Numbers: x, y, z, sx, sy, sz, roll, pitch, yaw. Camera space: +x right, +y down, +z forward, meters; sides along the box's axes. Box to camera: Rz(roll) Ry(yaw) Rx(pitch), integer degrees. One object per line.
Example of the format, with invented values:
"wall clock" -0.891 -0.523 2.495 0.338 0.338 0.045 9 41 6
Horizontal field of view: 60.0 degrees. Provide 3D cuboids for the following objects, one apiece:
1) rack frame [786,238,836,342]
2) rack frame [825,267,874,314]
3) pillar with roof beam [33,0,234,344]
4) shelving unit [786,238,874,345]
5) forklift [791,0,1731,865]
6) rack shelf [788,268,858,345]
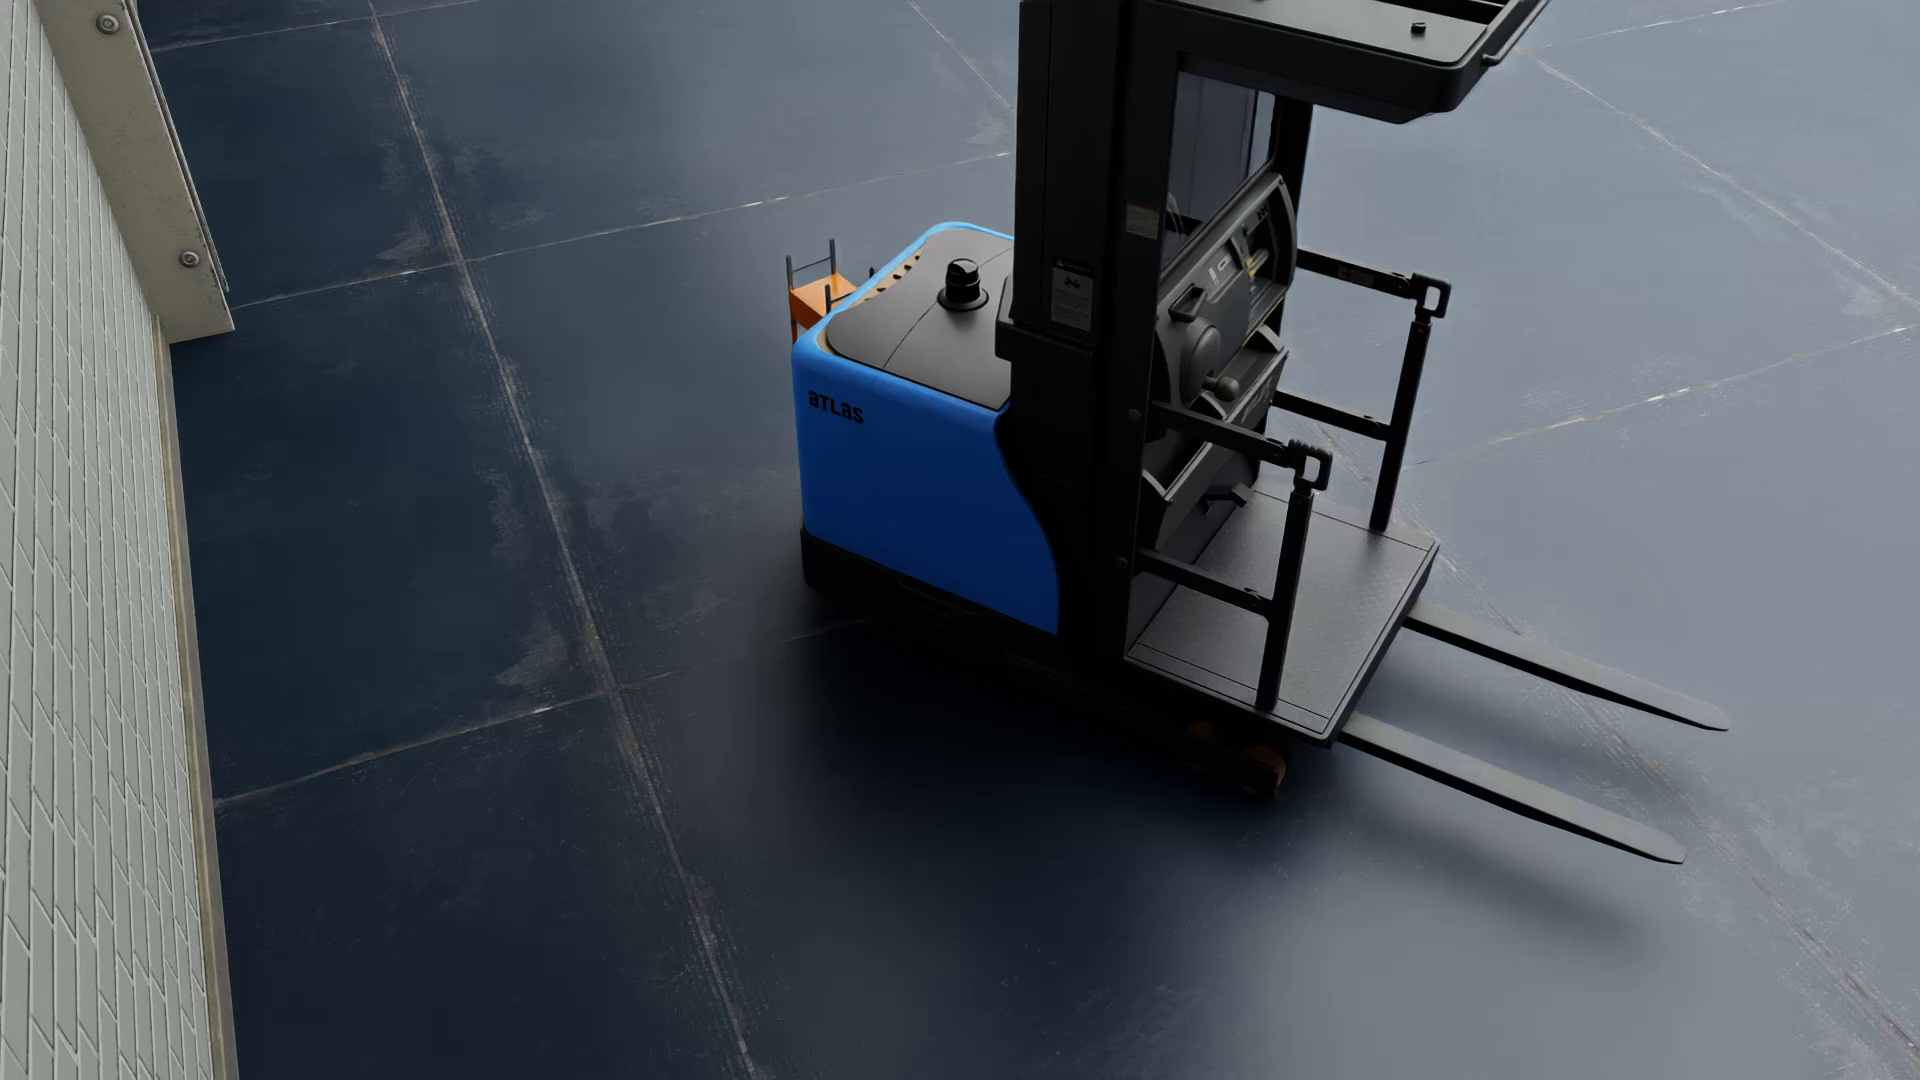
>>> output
"rack frame" -0.526 -0.631 6.178 0.200 1.050 0.008 -26 47 -27
"rack frame" -0.378 -0.504 6.031 0.200 1.050 0.008 -26 47 -27
"pillar with roof beam" 0.563 -5.490 5.732 9.100 9.000 0.400 -15 43 -17
"shelving unit" -0.452 -0.567 6.105 0.215 1.050 0.252 -26 47 -27
"forklift" 0.966 -0.697 4.813 3.031 2.935 1.130 21 45 23
"rack shelf" -0.452 -0.774 5.926 0.215 0.259 0.240 -26 47 -27
